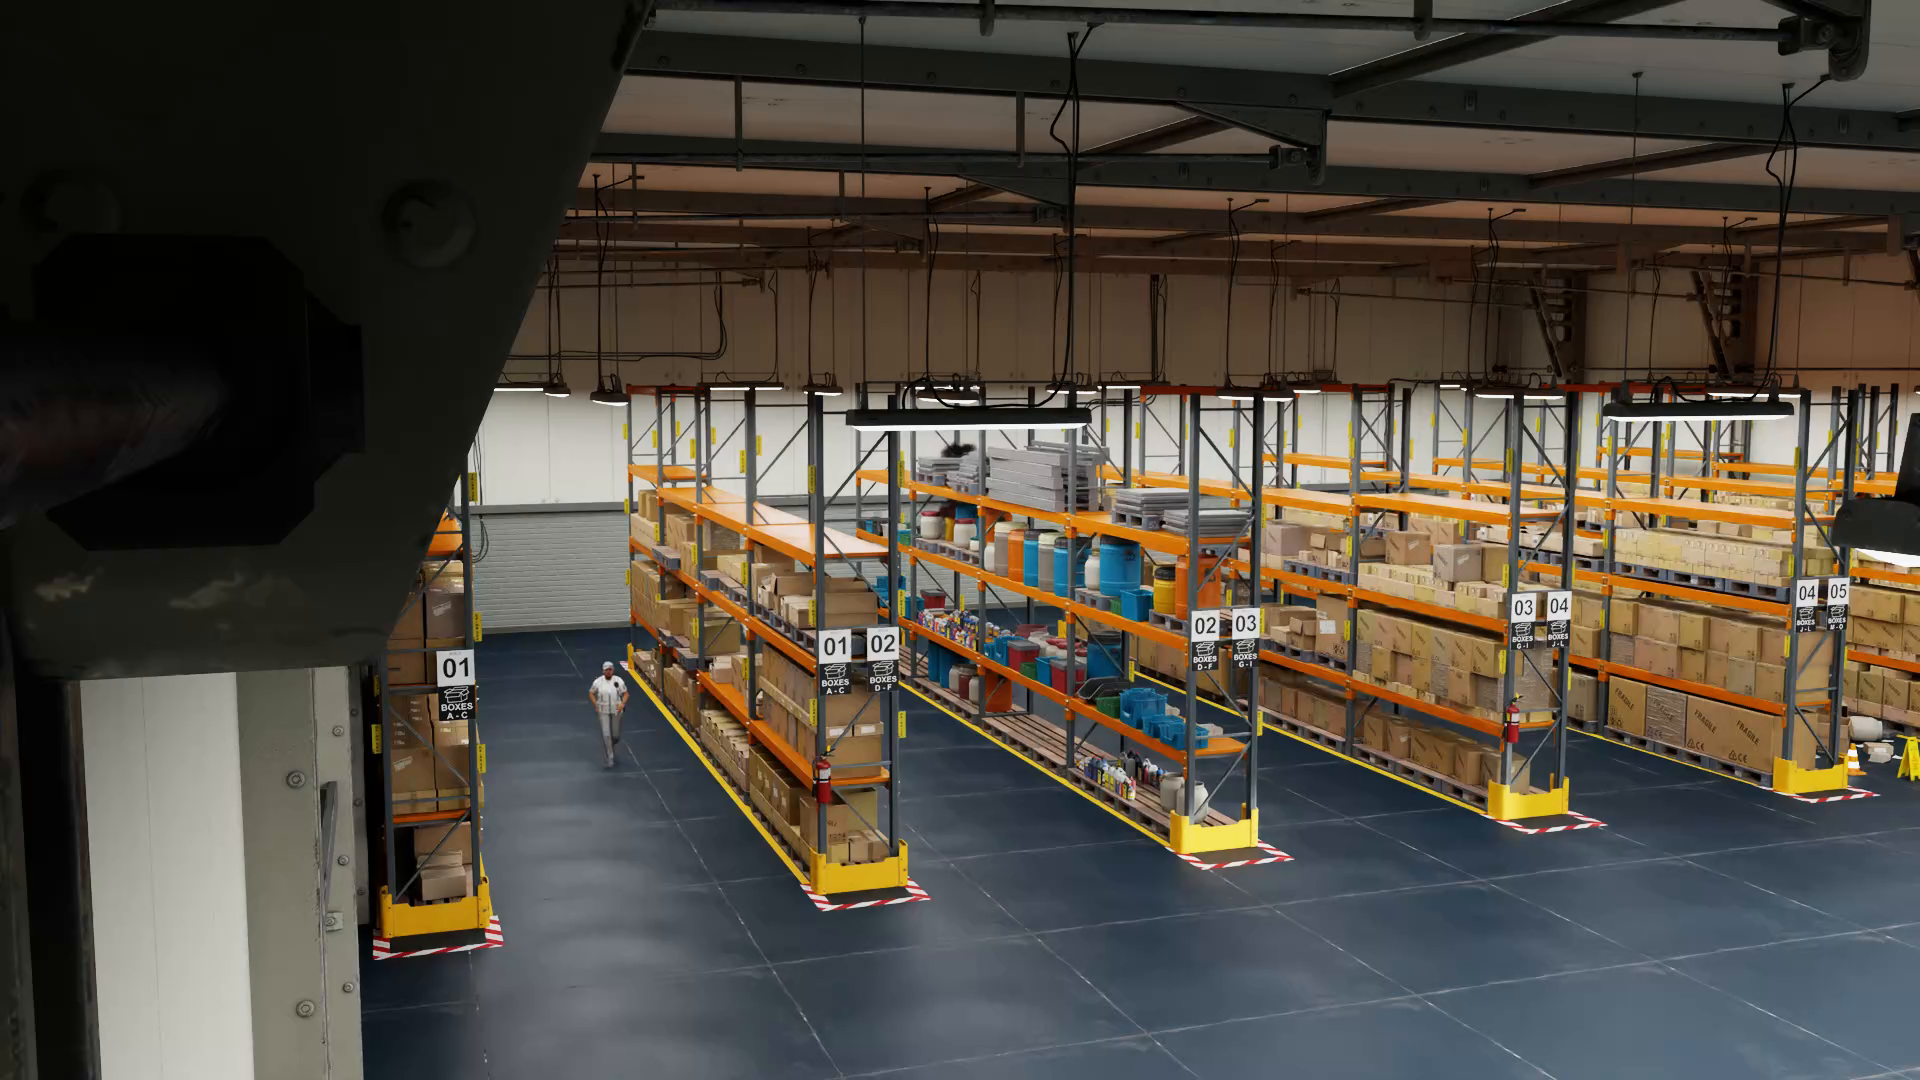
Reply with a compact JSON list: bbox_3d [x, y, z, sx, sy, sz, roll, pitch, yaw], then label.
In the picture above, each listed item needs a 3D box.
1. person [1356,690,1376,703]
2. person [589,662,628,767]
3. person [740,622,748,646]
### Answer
[{"bbox_3d":[7.515,2.342,30.601,0.573,1.668,0.859,-2,6,-15],"label":"person"},{"bbox_3d":[-5.638,2.766,26.728,0.618,1.648,0.719,-2,6,-16],"label":"person"},{"bbox_3d":[-4.488,1.800,35.281,0.658,1.826,0.852,-4,7,-36],"label":"person"}]
